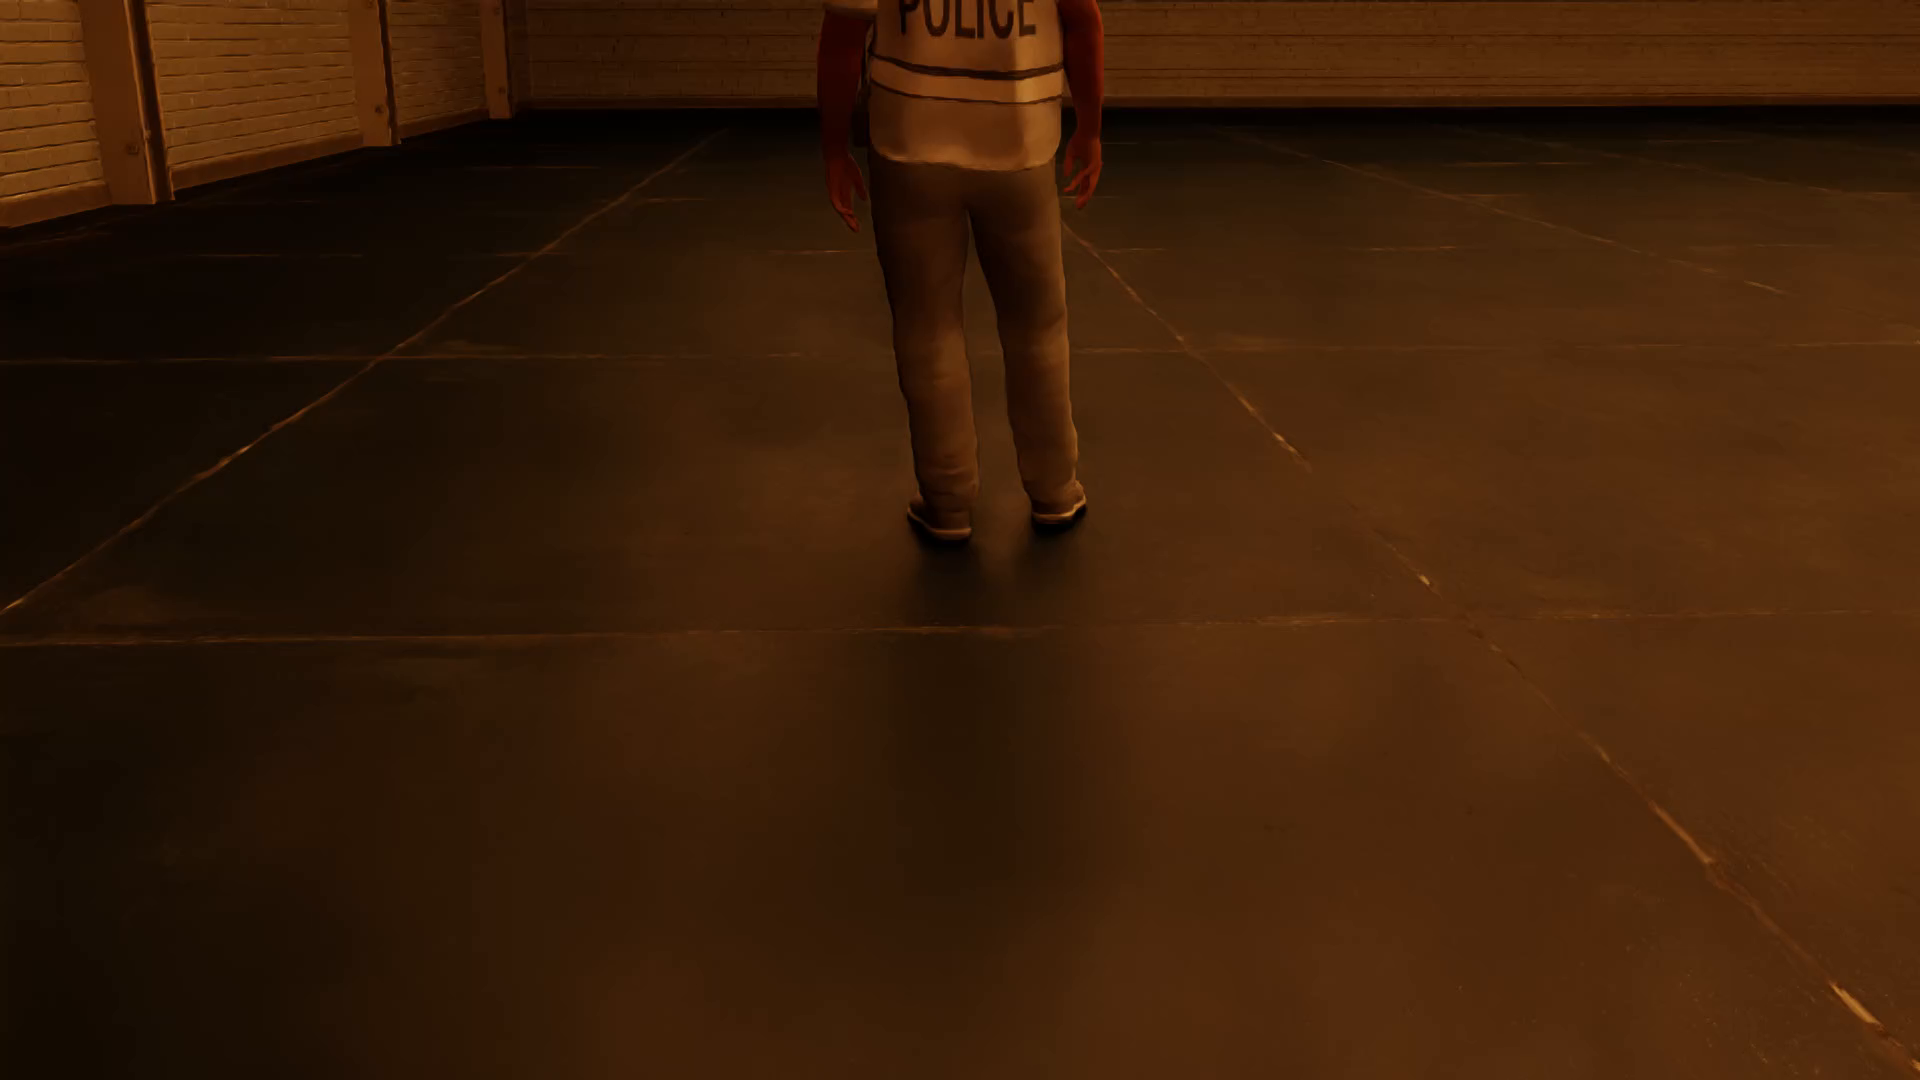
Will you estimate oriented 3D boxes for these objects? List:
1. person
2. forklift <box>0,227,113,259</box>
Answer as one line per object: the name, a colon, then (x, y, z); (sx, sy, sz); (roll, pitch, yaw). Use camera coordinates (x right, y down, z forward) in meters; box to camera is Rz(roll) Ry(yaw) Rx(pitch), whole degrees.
person: (0.008, -0.883, 3.730); (0.640, 1.781, 0.574); (-1, 17, -3)
forklift: (-4.831, -2.273, 6.336); (1.130, 2.935, 3.031); (5, 18, 16)
